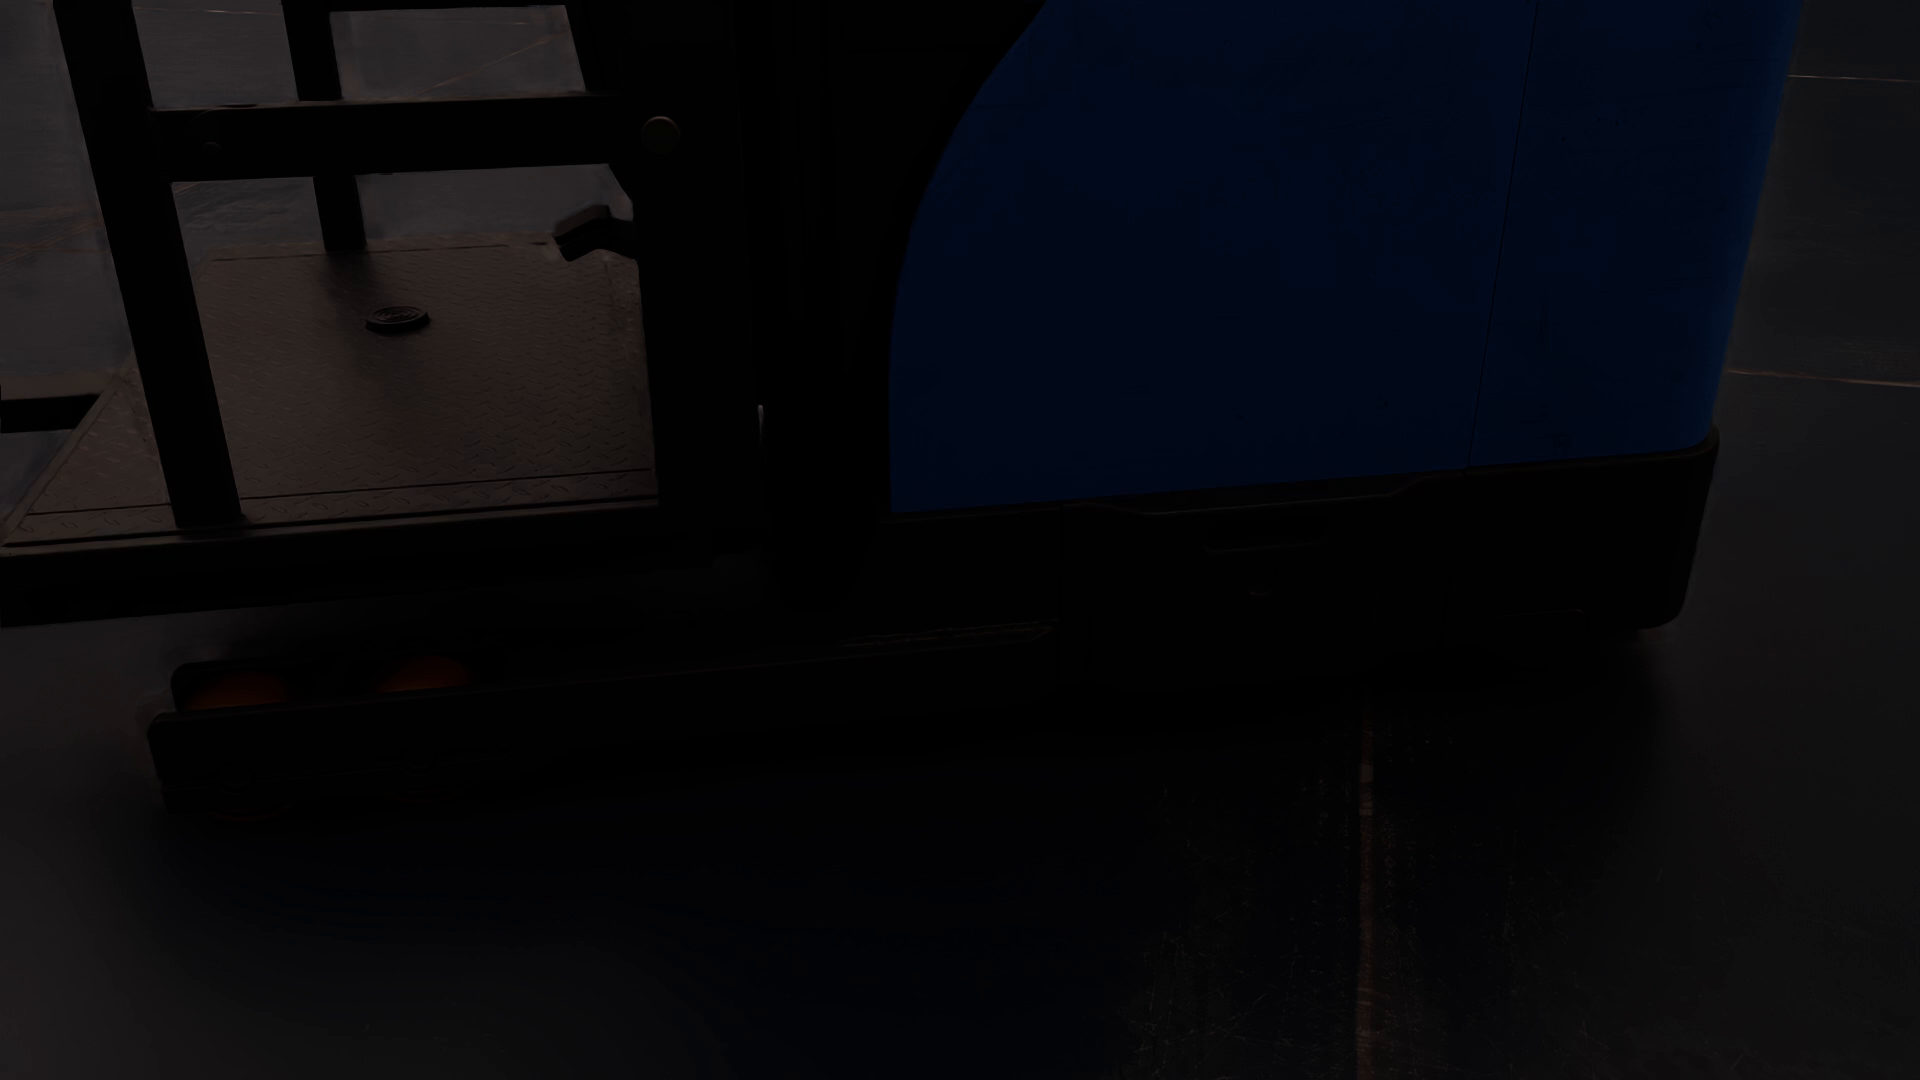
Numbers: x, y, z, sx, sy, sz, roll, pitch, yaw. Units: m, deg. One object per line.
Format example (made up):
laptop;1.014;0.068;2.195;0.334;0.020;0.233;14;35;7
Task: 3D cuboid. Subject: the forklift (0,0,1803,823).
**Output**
forklift;-0.615;-1.249;1.722;3.031;2.935;1.130;-5;27;-9
